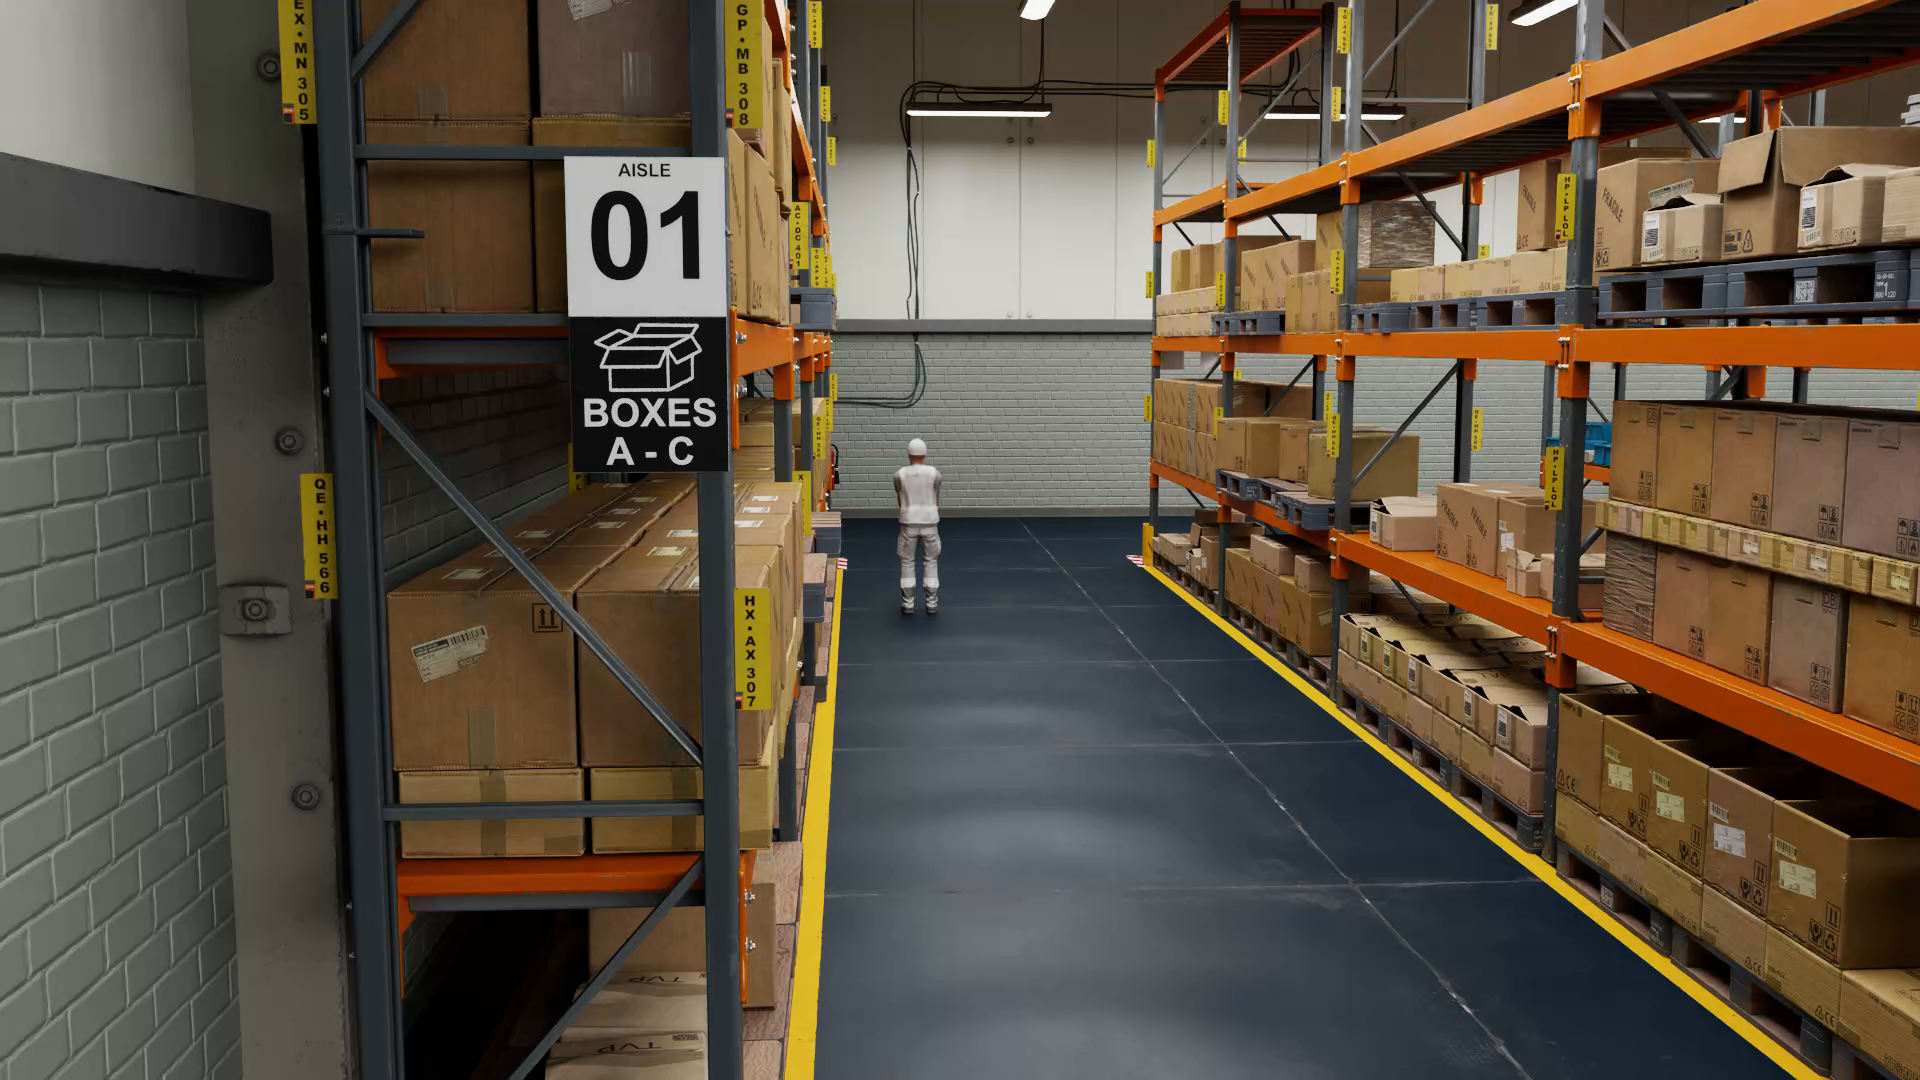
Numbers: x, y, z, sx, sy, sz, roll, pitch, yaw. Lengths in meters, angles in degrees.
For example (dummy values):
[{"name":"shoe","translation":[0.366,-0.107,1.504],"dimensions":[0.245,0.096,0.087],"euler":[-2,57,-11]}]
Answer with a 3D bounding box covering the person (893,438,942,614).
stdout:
[{"name":"person","translation":[-0.434,-0.157,16.978],"dimensions":[0.494,1.784,0.566],"euler":[0,7,-3]}]
